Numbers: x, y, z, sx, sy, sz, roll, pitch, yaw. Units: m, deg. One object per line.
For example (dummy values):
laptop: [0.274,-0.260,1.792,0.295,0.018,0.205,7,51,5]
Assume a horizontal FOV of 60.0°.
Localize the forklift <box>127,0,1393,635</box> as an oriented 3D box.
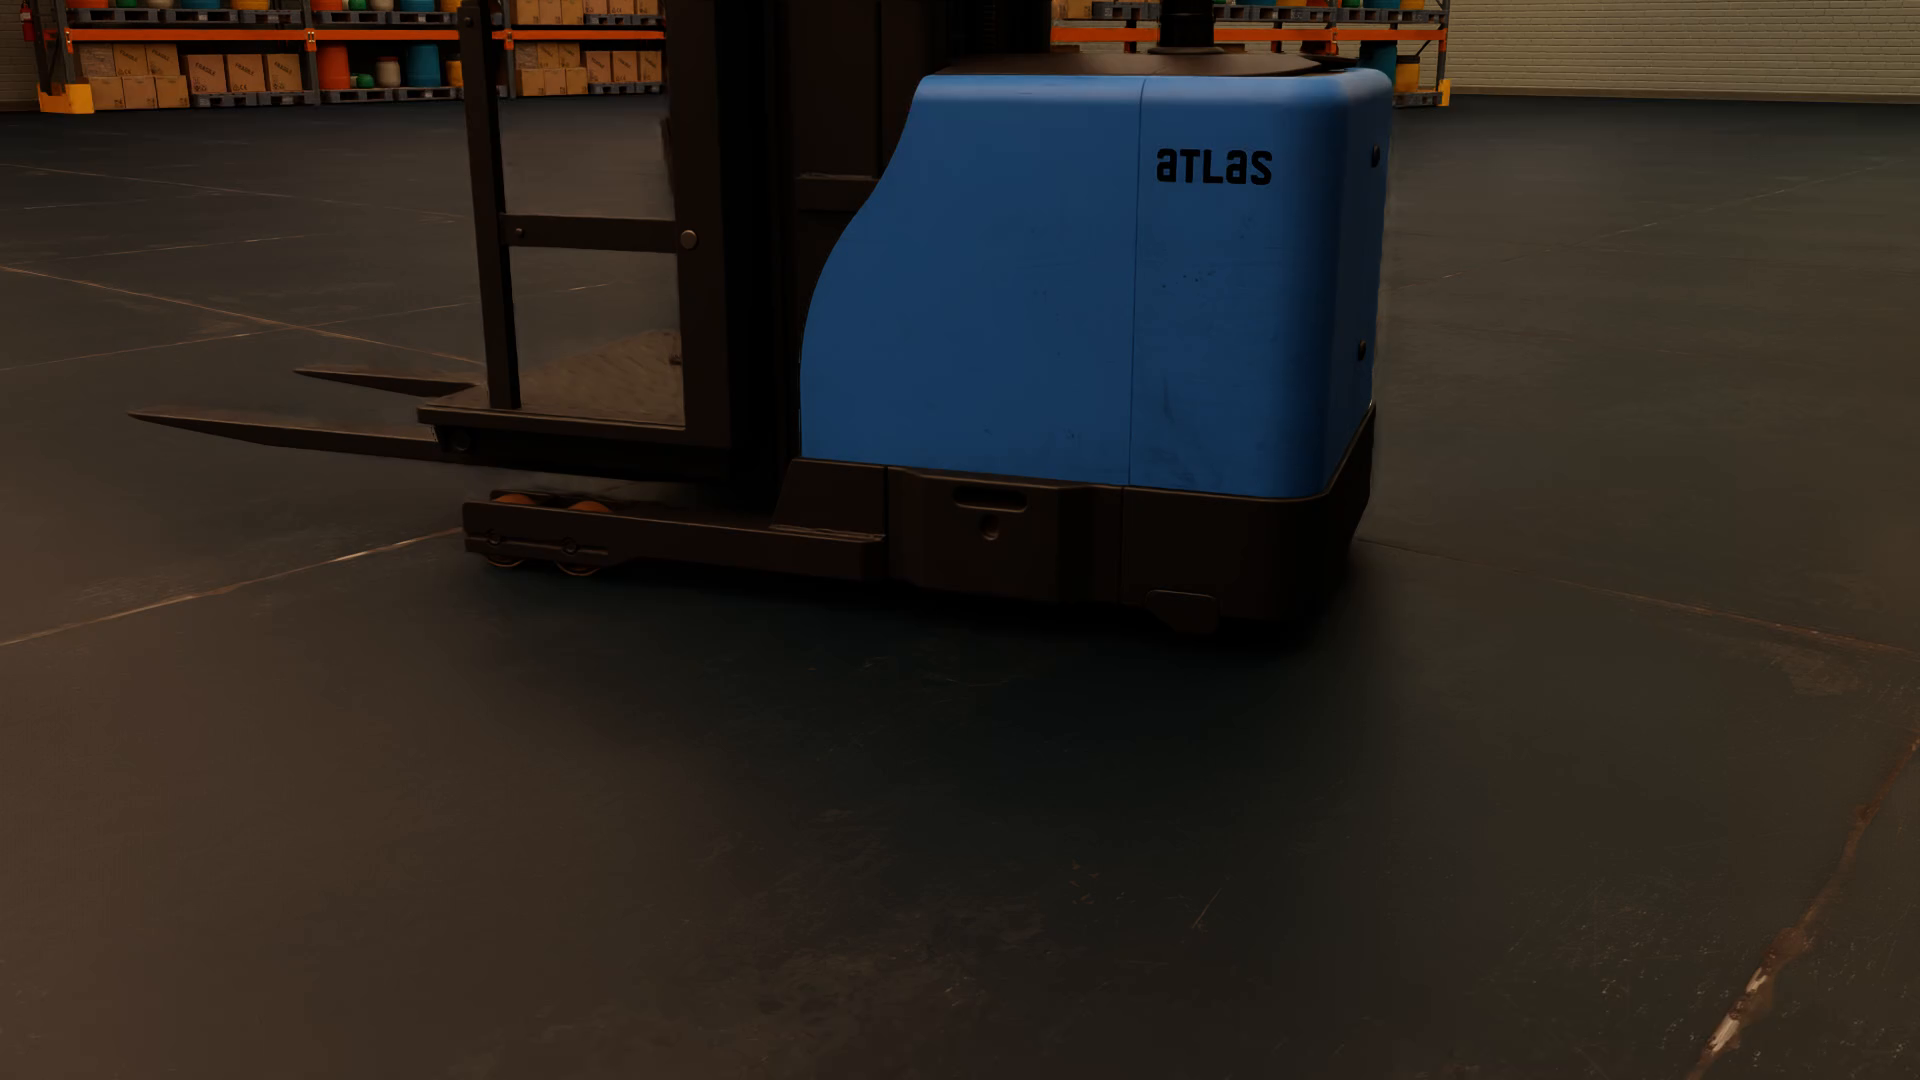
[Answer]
forklift: [-0.586,-1.458,3.698,3.031,2.935,1.130,6,18,18]
